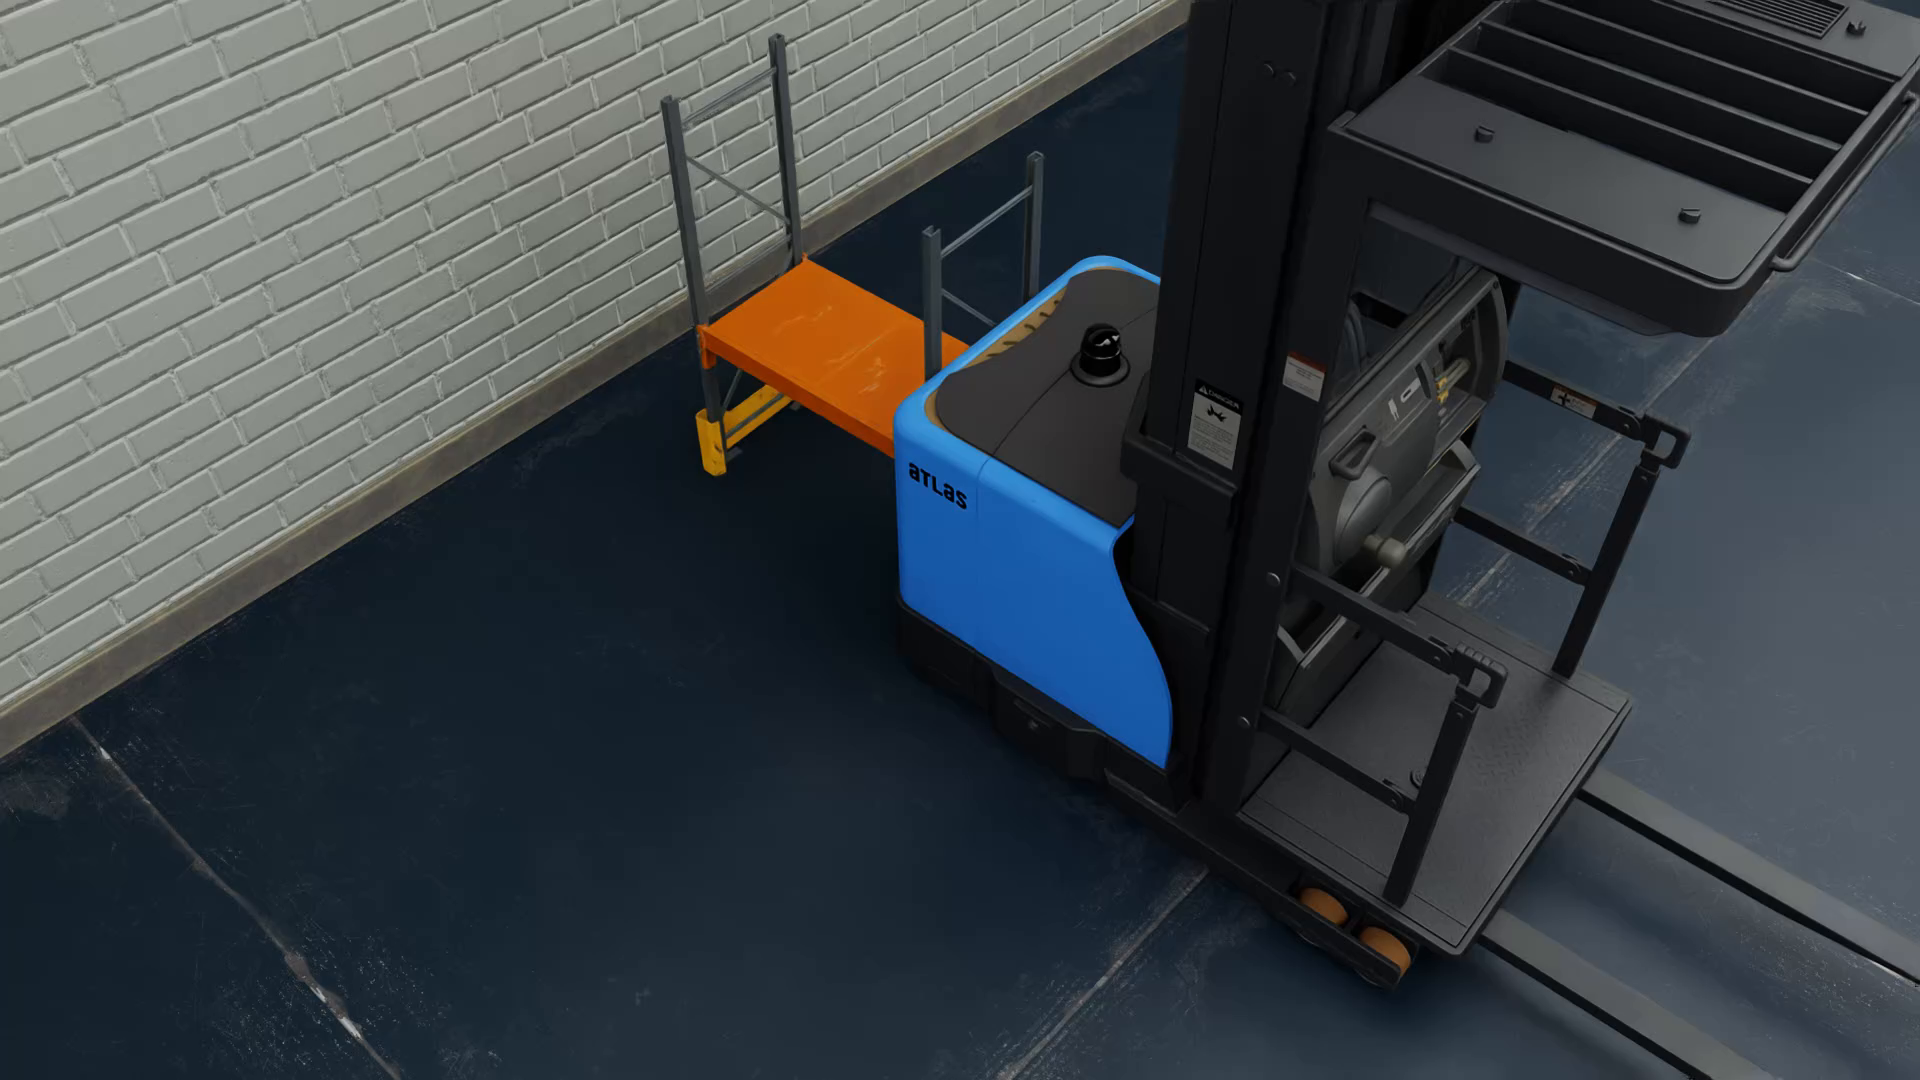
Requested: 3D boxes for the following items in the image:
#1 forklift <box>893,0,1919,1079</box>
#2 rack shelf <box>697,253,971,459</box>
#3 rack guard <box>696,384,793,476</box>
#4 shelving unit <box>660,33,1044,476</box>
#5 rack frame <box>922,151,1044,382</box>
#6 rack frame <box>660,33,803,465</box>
[{"bbox_3d":[1.253,-0.215,3.941,3.031,2.935,1.130,31,54,26],"label":"forklift"},{"bbox_3d":[-0.324,-0.561,5.494,1.000,0.185,0.538,31,54,26],"label":"rack shelf"},{"bbox_3d":[-0.714,-0.492,6.040,0.087,0.250,0.587,31,54,26],"label":"rack guard"},{"bbox_3d":[-0.331,-0.688,5.367,1.083,1.500,0.587,31,54,26],"label":"shelving unit"},{"bbox_3d":[0.068,-0.447,5.141,0.032,1.500,0.500,31,54,26],"label":"rack frame"},{"bbox_3d":[-0.715,-0.920,5.585,0.032,1.500,0.500,31,54,26],"label":"rack frame"}]
